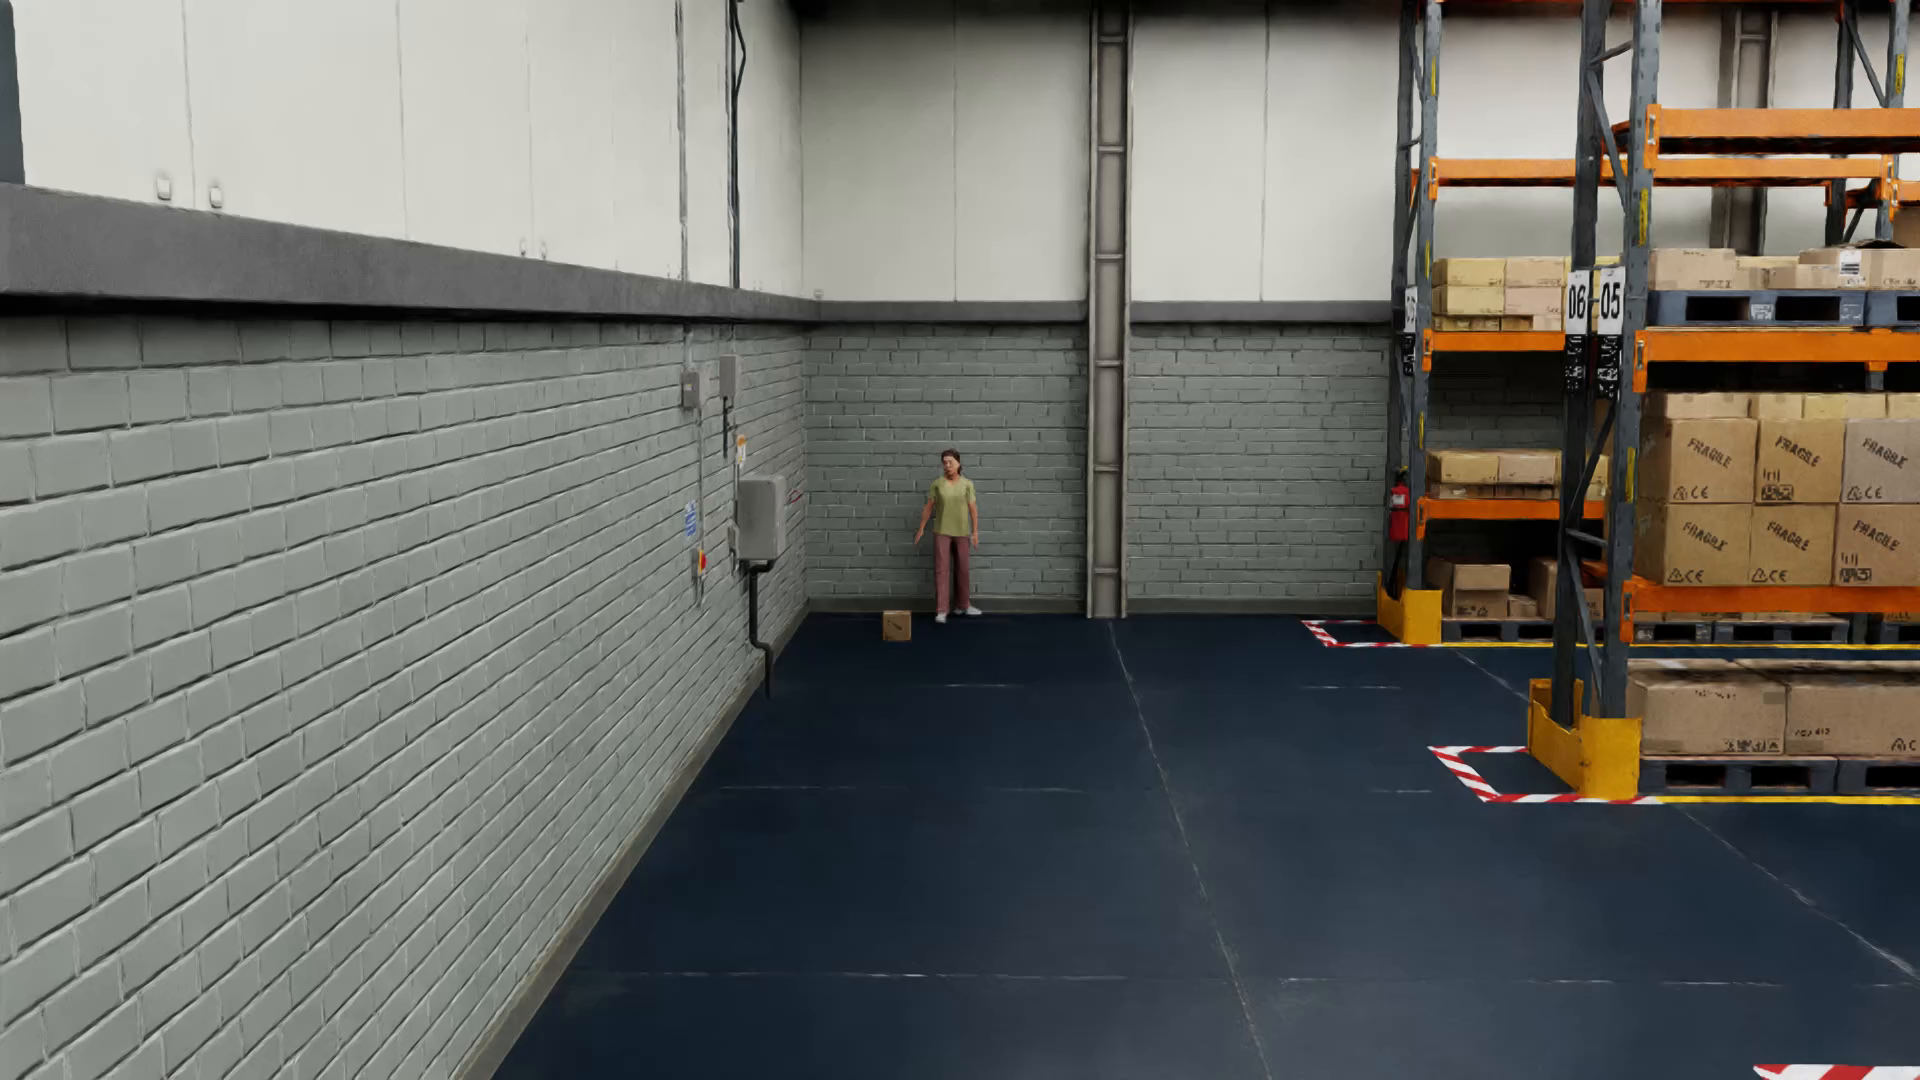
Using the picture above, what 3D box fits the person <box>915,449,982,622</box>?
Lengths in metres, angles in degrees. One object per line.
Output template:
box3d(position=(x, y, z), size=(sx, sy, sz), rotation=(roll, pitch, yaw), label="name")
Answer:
box3d(position=(-0.103, -0.050, 16.135), size=(0.661, 1.667, 0.621), rotation=(-1, 7, -5), label="person")
